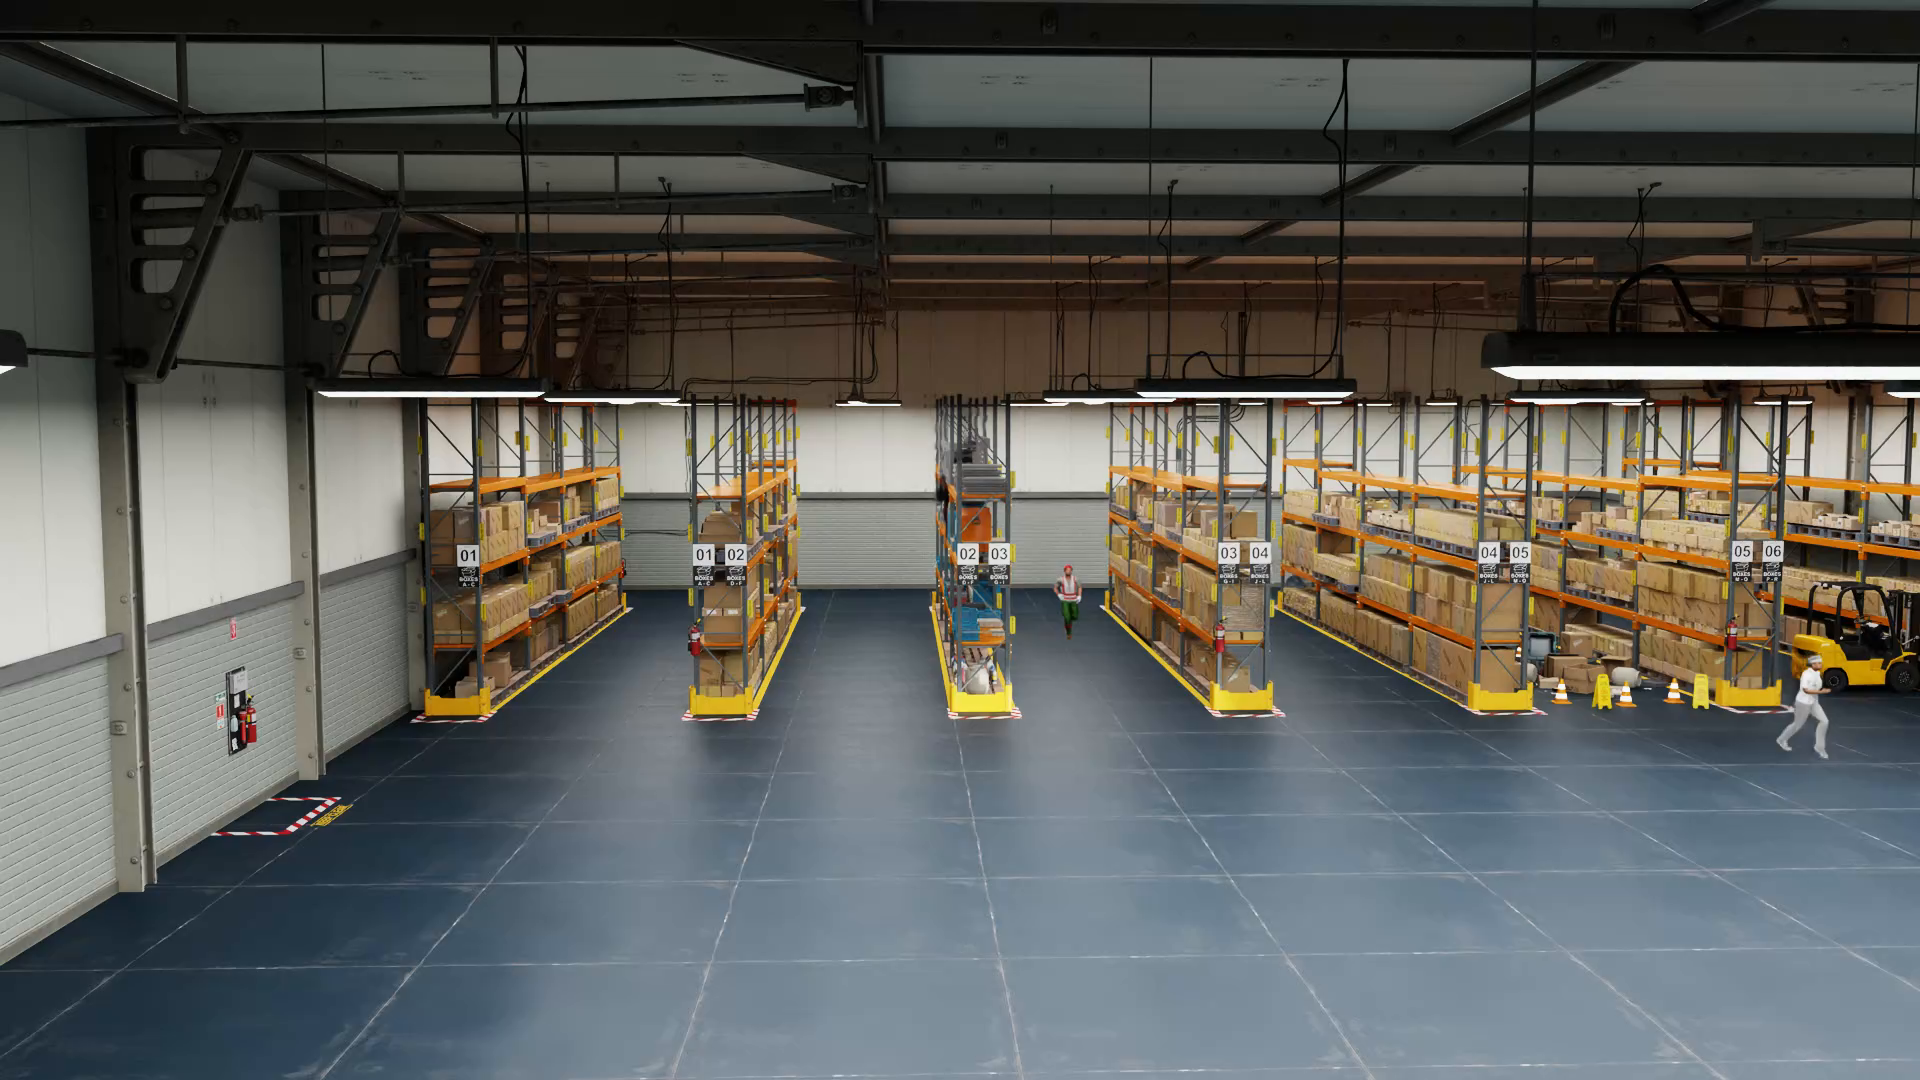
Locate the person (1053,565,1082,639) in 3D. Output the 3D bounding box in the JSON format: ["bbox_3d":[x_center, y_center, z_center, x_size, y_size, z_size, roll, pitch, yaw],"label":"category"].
[{"bbox_3d":[2.570,1.457,39.624,0.688,1.748,0.664,-1,5,-10],"label":"person"}]

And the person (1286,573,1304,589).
[{"bbox_3d":[9.839,0.995,48.842,0.858,1.760,0.719,1,5,18],"label":"person"}]

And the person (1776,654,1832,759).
[{"bbox_3d":[13.969,2.729,27.512,0.600,1.732,0.849,-4,6,-42],"label":"person"}]

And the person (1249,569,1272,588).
[{"bbox_3d":[8.059,1.325,44.848,0.725,1.755,0.974,0,4,2],"label":"person"}]
